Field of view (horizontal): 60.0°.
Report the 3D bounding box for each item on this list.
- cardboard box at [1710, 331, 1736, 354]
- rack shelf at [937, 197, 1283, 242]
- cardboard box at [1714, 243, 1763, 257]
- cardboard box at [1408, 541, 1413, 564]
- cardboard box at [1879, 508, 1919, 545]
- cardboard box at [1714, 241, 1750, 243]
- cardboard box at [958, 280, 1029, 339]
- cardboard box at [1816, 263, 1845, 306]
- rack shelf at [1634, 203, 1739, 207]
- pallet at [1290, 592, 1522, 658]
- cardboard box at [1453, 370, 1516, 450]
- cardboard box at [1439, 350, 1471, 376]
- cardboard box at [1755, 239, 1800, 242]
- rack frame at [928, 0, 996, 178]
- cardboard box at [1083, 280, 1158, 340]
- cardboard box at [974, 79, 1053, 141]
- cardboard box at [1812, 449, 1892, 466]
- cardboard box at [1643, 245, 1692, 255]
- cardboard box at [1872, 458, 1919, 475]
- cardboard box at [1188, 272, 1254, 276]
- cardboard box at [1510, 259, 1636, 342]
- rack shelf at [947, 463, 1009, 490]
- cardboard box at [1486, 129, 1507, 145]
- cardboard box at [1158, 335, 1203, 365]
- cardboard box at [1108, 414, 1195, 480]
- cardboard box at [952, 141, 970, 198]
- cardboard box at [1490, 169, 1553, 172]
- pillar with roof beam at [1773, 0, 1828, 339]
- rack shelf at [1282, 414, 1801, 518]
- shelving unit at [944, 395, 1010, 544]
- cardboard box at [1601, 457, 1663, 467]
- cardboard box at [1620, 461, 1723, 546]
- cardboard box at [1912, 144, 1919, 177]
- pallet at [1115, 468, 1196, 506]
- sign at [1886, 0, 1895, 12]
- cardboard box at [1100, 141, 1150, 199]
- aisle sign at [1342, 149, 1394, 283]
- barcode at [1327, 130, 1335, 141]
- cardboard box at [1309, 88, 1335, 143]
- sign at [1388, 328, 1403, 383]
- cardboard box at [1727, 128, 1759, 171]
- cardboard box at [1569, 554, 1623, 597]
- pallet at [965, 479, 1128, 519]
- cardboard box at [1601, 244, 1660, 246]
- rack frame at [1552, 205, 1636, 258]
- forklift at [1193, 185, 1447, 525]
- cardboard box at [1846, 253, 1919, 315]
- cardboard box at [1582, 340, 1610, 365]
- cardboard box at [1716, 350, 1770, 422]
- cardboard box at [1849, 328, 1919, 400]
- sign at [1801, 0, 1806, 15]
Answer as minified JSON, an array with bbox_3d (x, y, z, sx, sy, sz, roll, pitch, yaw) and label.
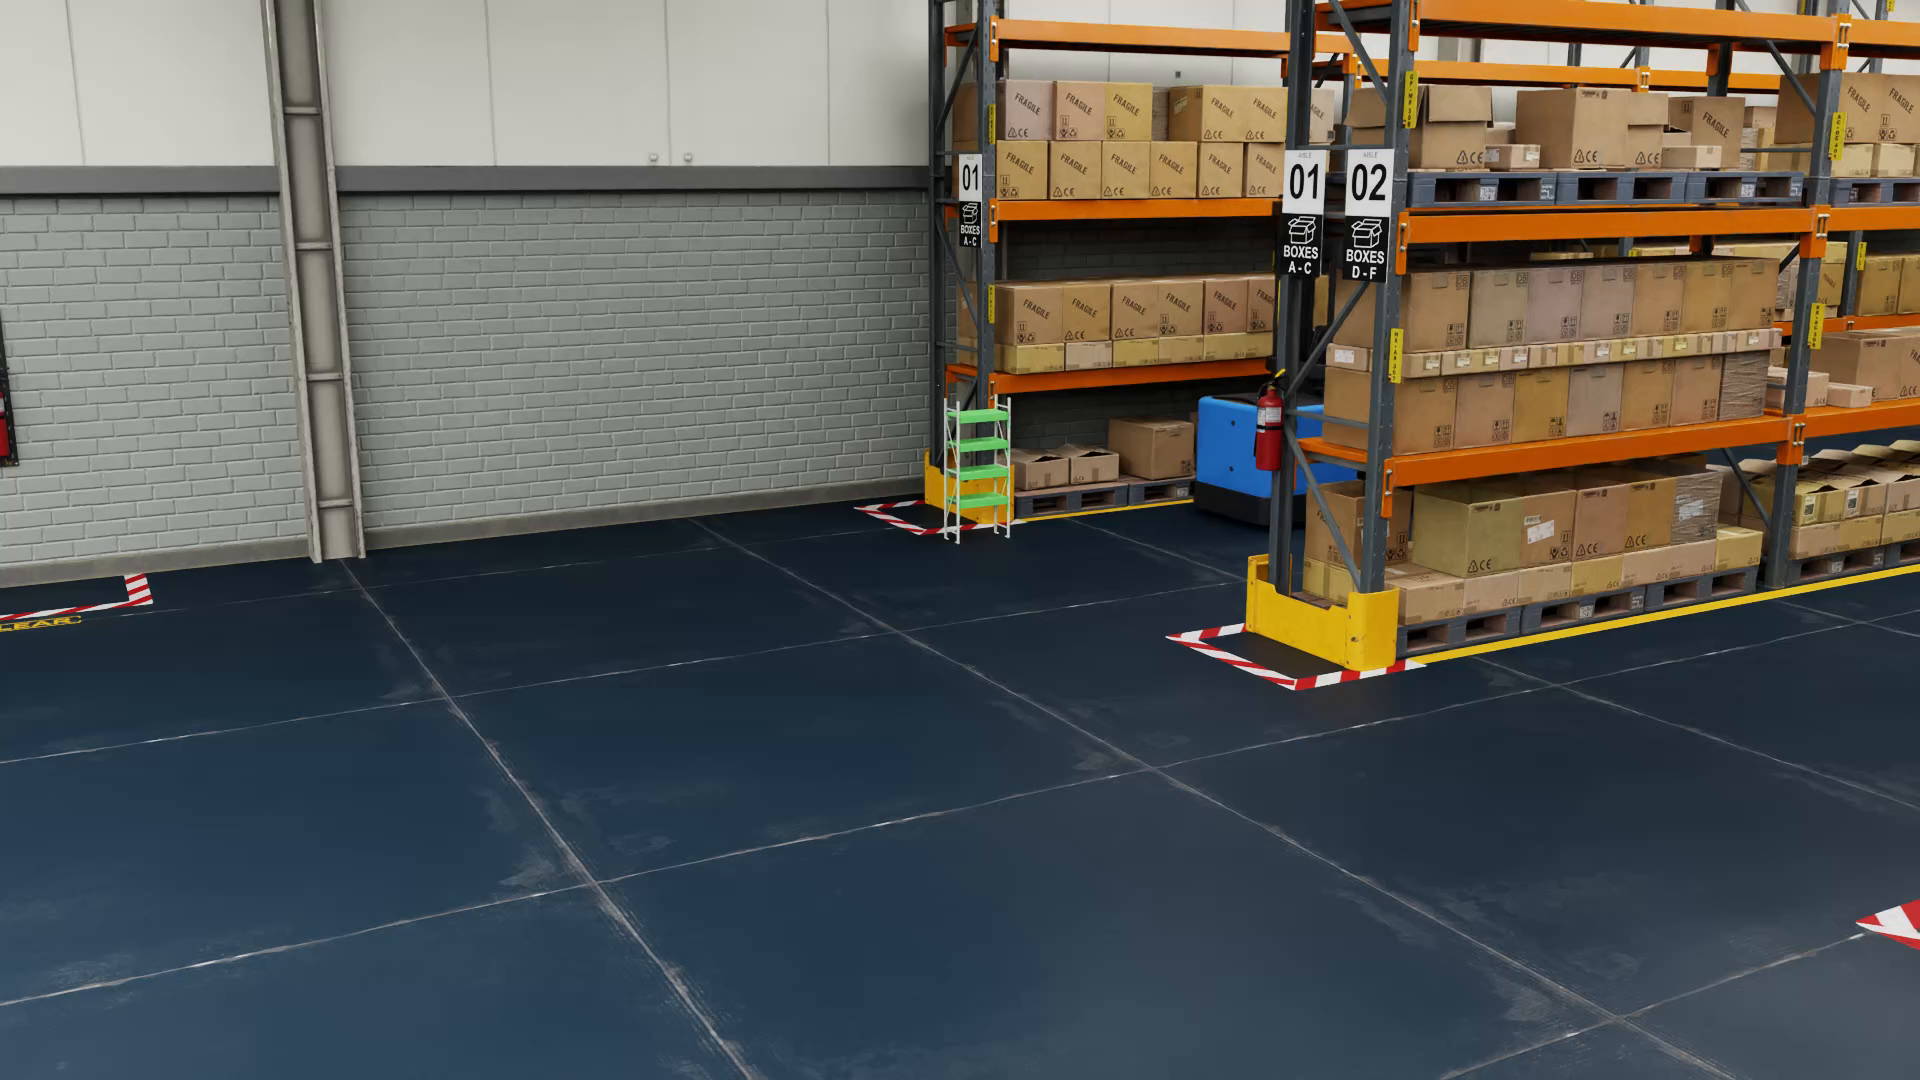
[{"bbox_3d":[5.314,-1.428,11.919,0.250,0.149,0.380,-7,15,-30],"label":"cardboard box"},{"bbox_3d":[1.764,-3.043,15.605,4.000,0.370,1.077,-7,14,-28],"label":"rack shelf"},{"bbox_3d":[8.906,-3.294,19.257,0.500,0.250,0.500,-7,15,-29],"label":"cardboard box"},{"bbox_3d":[3.148,0.202,11.684,0.500,0.250,0.500,-7,14,-28],"label":"cardboard box"},{"bbox_3d":[7.272,-0.153,13.265,0.500,0.250,0.500,-7,15,-30],"label":"cardboard box"},{"bbox_3d":[9.120,-3.444,19.921,0.500,0.250,0.500,-7,15,-30],"label":"cardboard box"},{"bbox_3d":[0.321,-2.113,15.255,0.500,0.500,0.500,-7,14,-28],"label":"cardboard box"},{"bbox_3d":[10.257,-3.089,20.053,0.500,0.500,0.500,-7,15,-29],"label":"cardboard box"},{"bbox_3d":[8.786,-3.885,19.345,4.000,0.370,1.077,-7,14,-28],"label":"rack shelf"},{"bbox_3d":[3.037,0.506,11.380,1.213,0.211,1.003,-7,14,-28],"label":"pallet"},{"bbox_3d":[3.260,-0.918,11.126,0.500,0.500,0.700,-6,14,-26],"label":"cardboard box"},{"bbox_3d":[3.064,-1.159,10.723,0.250,0.149,0.380,-7,15,-29],"label":"cardboard box"},{"bbox_3d":[10.013,-3.554,20.410,0.500,0.250,0.500,-6,14,-26],"label":"cardboard box"},{"bbox_3d":[0.009,-4.647,14.262,0.127,3.000,1.000,-7,14,-28],"label":"rack frame"},{"bbox_3d":[1.467,-2.118,15.277,0.500,0.500,0.500,-7,15,-30],"label":"cardboard box"},{"bbox_3d":[0.463,-3.724,14.441,0.500,0.500,0.500,-8,15,-32],"label":"cardboard box"},{"bbox_3d":[7.450,-0.582,13.891,0.500,0.311,0.500,-7,14,-29],"label":"cardboard box"},{"bbox_3d":[8.024,-3.186,18.776,0.500,0.250,0.500,-7,14,-29],"label":"cardboard box"},{"bbox_3d":[7.728,-0.481,13.444,0.500,0.311,0.500,-6,14,-26],"label":"cardboard box"},{"bbox_3d":[2.551,-2.381,16.443,0.500,0.500,0.500,-7,14,-28],"label":"cardboard box"},{"bbox_3d":[4.189,-1.662,11.480,0.500,0.500,0.700,-7,14,-28],"label":"cardboard box"},{"bbox_3d":[0.145,-0.540,14.069,0.480,0.148,0.258,-7,14,-28],"label":"rack shelf"},{"bbox_3d":[3.270,-2.601,11.070,0.500,0.250,0.500,-7,14,-28],"label":"cardboard box"},{"bbox_3d":[1.933,-1.809,15.614,0.500,0.250,0.500,-7,14,-27],"label":"cardboard box"},{"bbox_3d":[1.828,-0.898,15.960,0.500,0.500,0.700,-8,15,-31],"label":"cardboard box"},{"bbox_3d":[0.254,-3.335,14.990,0.500,0.500,0.500,-6,14,-24],"label":"cardboard box"},{"bbox_3d":[5.849,-3.967,17.791,0.637,0.503,0.797,-5,14,-20],"label":"cardboard box"},{"bbox_3d":[12.804,-5.320,17.253,0.400,9.000,9.100,-7,14,-28],"label":"pillar with roof beam"},{"bbox_3d":[4.141,-0.625,11.694,4.000,0.370,1.077,-7,14,-28],"label":"rack shelf"},{"bbox_3d":[0.145,-0.603,14.055,0.503,1.200,0.258,-7,14,-28],"label":"shelving unit"},{"bbox_3d":[4.905,-0.373,12.535,0.500,0.500,0.500,-7,14,-28],"label":"cardboard box"},{"bbox_3d":[5.150,-0.275,12.096,0.500,0.500,0.500,-7,14,-28],"label":"cardboard box"},{"bbox_3d":[7.604,-2.971,13.033,0.500,0.250,0.500,-8,15,-33],"label":"cardboard box"},{"bbox_3d":[1.875,-0.574,16.178,1.213,0.211,1.003,-7,14,-28],"label":"pallet"},{"bbox_3d":[10.812,-6.300,19.301,0.005,0.325,0.100,-7,14,-28],"label":"sign"},{"bbox_3d":[1.365,-3.334,14.987,0.500,0.500,0.500,-6,14,-25],"label":"cardboard box"},{"bbox_3d":[2.475,-1.968,10.102,0.004,0.787,0.394,-7,14,-28],"label":"aisle sign"},{"bbox_3d":[2.419,-2.637,10.842,0.075,0.075,0.001,-7,14,-28],"label":"barcode"},{"bbox_3d":[3.210,-4.046,15.872,0.500,0.500,0.500,-8,15,-33],"label":"cardboard box"},{"bbox_3d":[2.646,-1.119,10.099,0.005,0.325,0.100,-7,14,-28],"label":"sign"},{"bbox_3d":[8.789,-4.527,19.330,0.500,0.500,0.700,-7,14,-28],"label":"cardboard box"},{"bbox_3d":[4.280,0.200,11.696,0.500,0.250,0.500,-7,14,-28],"label":"cardboard box"},{"bbox_3d":[0.806,-0.446,15.612,1.213,0.211,1.003,-7,14,-28],"label":"pallet"},{"bbox_3d":[7.761,-3.283,19.205,0.500,0.250,0.500,-7,15,-30],"label":"cardboard box"},{"bbox_3d":[7.031,-2.562,18.660,0.127,3.000,1.000,-7,14,-28],"label":"rack frame"},{"bbox_3d":[3.665,-1.742,15.173,3.031,2.935,1.130,-7,15,-29],"label":"forklift"},{"bbox_3d":[11.669,-3.259,21.073,0.700,0.700,0.980,-7,15,-29],"label":"cardboard box"},{"bbox_3d":[4.183,-1.292,11.315,0.250,0.149,0.380,-7,14,-27],"label":"cardboard box"},{"bbox_3d":[5.510,-1.188,12.327,0.500,0.500,0.700,-7,15,-29],"label":"cardboard box"},{"bbox_3d":[7.481,-1.421,13.365,0.500,0.500,0.500,-7,14,-28],"label":"cardboard box"},{"bbox_3d":[10.297,-6.552,20.238,0.005,0.325,0.100,-7,14,-28],"label":"sign"}]
